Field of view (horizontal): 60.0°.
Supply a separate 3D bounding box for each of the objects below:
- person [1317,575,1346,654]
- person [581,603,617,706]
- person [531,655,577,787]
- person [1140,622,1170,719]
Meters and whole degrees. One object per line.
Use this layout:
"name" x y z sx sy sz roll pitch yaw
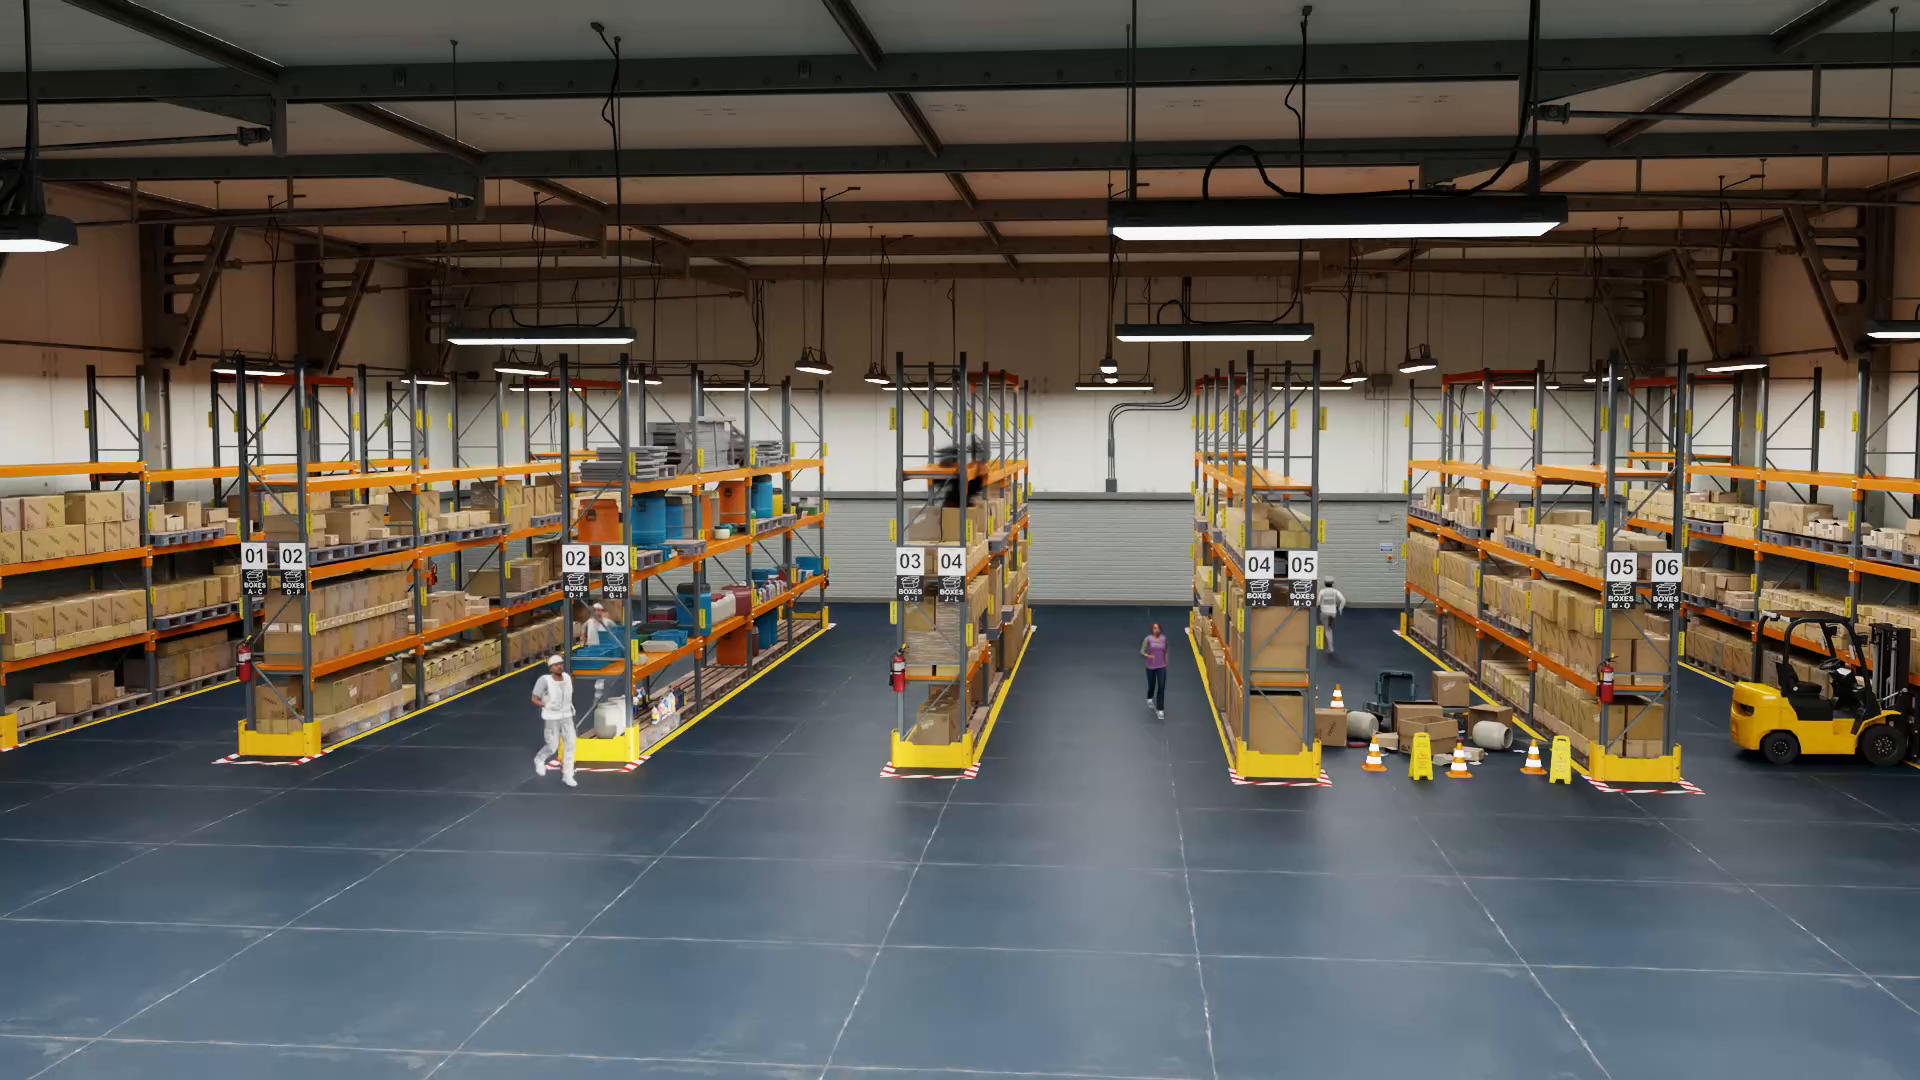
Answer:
"person" 7.874 1.635 35.480 0.572 1.752 0.761 -1 4 -11
"person" -6.448 2.014 29.719 0.656 1.783 0.899 0 4 0
"person" -5.607 2.484 23.030 0.815 1.803 0.696 4 5 42
"person" 3.330 2.186 28.312 0.538 1.605 0.877 0 4 -3
